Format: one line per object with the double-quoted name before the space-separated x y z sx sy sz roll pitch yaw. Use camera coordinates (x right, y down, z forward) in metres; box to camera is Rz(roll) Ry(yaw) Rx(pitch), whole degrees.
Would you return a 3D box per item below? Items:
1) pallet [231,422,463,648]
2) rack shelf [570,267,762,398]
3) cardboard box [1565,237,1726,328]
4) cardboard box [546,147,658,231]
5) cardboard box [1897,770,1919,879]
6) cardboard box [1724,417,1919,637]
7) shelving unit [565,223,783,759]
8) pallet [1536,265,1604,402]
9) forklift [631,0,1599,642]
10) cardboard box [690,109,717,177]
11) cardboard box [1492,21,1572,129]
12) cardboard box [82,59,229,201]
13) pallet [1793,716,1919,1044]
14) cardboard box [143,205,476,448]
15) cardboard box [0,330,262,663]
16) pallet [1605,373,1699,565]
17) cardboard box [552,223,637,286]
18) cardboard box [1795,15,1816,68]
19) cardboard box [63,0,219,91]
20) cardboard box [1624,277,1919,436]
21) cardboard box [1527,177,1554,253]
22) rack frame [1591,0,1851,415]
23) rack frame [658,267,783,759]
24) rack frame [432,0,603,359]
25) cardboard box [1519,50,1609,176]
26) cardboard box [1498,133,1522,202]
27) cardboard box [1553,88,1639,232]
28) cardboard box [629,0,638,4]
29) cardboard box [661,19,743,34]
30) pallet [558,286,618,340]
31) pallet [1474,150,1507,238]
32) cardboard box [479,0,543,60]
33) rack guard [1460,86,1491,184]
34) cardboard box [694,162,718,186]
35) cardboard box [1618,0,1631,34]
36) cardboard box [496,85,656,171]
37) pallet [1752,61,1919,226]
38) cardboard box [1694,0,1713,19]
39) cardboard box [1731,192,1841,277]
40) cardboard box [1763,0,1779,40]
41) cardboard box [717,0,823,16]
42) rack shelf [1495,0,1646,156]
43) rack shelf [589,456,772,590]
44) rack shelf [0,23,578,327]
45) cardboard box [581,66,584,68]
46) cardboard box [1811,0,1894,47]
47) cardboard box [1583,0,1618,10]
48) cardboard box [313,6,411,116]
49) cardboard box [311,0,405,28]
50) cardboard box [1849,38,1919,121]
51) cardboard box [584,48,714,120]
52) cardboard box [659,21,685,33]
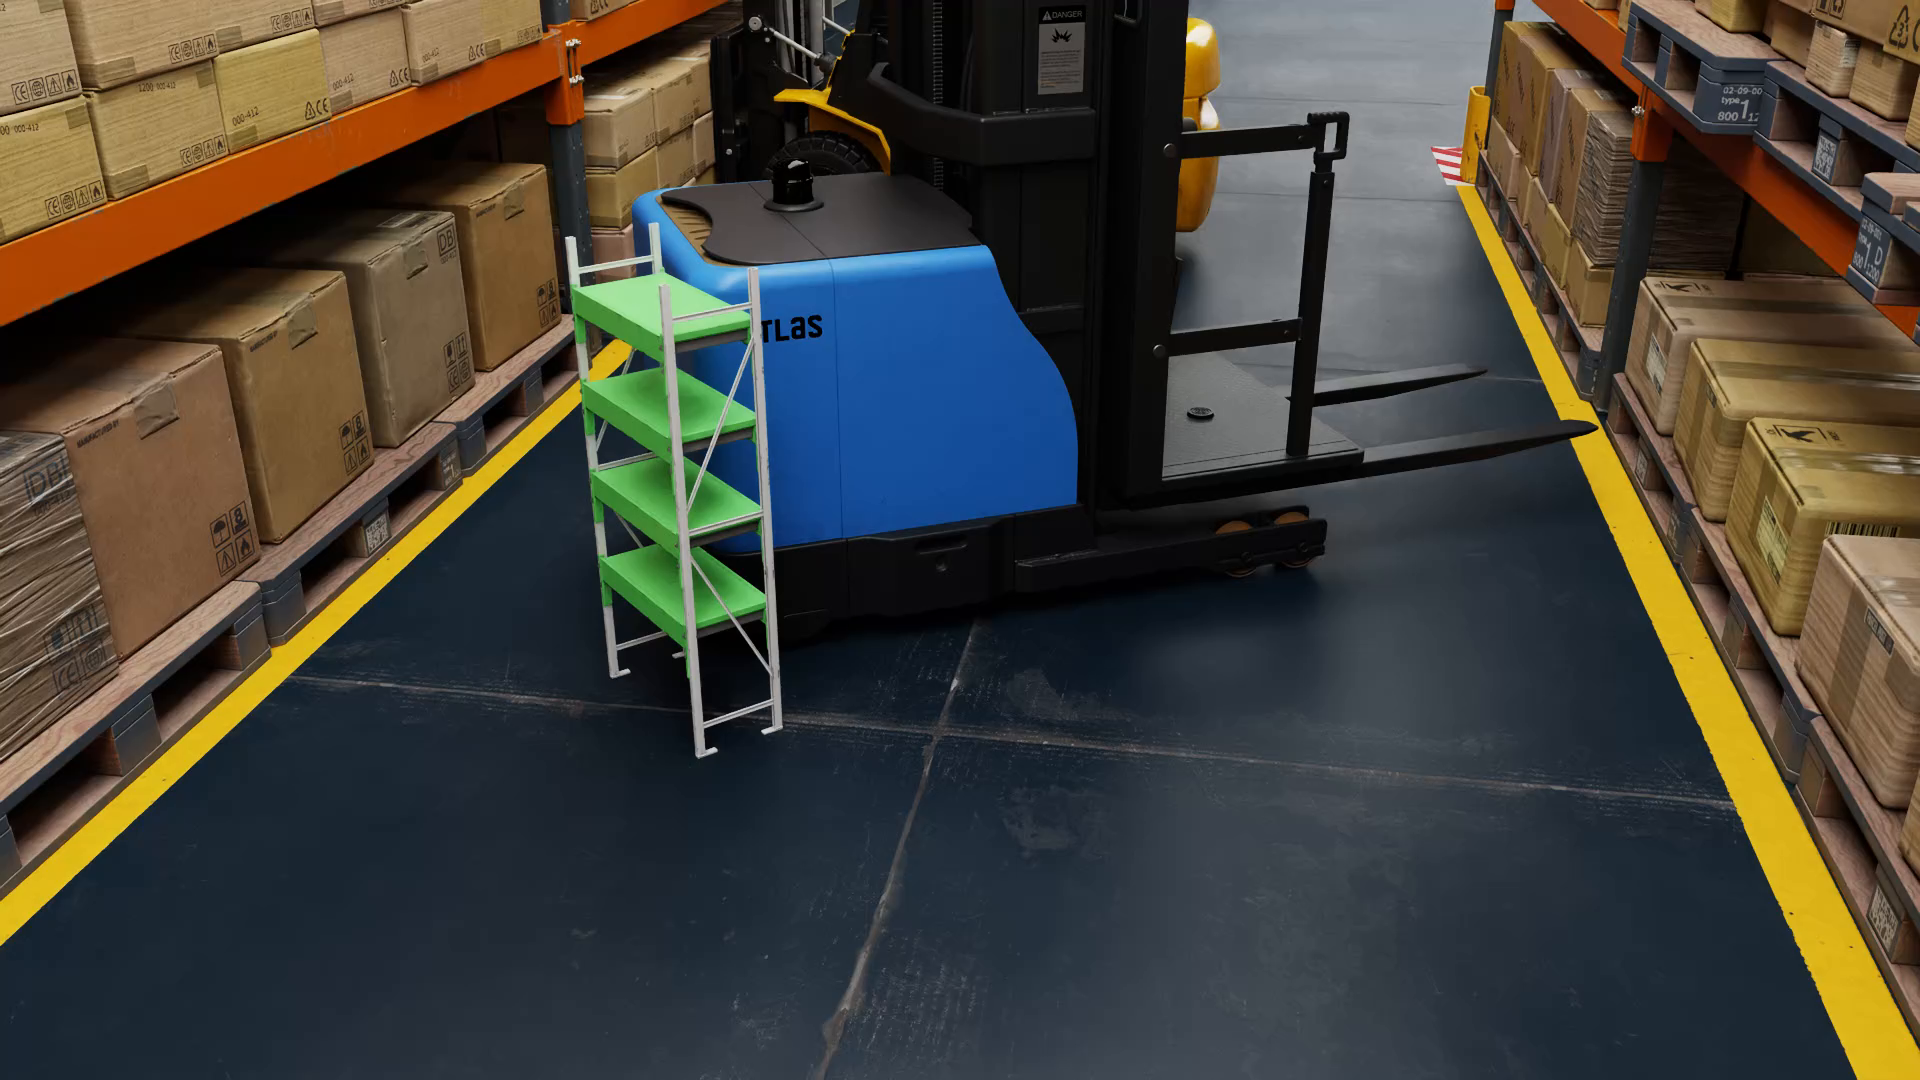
"pallet" -2.275 -0.079 5.169 1.003 0.211 1.213 4 25 9
"rack shelf" -0.695 -0.497 3.915 0.258 0.148 0.480 -17 30 -32
"cardboard box" 2.733 -1.033 6.666 0.500 0.250 0.500 5 26 11
"cardboard box" -1.613 -1.516 7.110 0.500 0.250 0.500 4 25 8
"cardboard box" 2.350 0.615 3.001 0.950 0.372 0.625 2 25 5
"cardboard box" 2.592 -0.011 4.339 0.950 0.372 0.625 5 26 10
"shelving unit" -0.695 -0.120 4.091 0.258 1.200 0.503 -17 30 -32
"pallet" 2.976 -0.842 6.800 1.003 0.211 1.213 4 25 9
"forklift" 0.587 -1.416 4.818 3.031 2.935 1.130 -9 26 -18
"cardboard box" -1.439 -1.937 8.008 0.500 0.250 0.500 4 25 8
"cardboard box" 3.147 -2.451 8.812 0.500 0.500 0.500 3 25 7
"cardboard box" -2.172 -1.018 4.063 0.500 0.250 0.500 3 25 7
"pallet" 2.377 0.787 3.319 1.003 0.211 1.213 4 25 9
"cardboard box" -2.205 -0.736 5.590 0.875 0.625 0.625 4 25 8
"cardboard box" -2.436 -0.140 4.316 0.875 0.625 0.625 5 26 10
"pallet" 2.776 -0.233 5.499 1.003 0.211 1.213 4 25 9
"cardboard box" -1.591 -1.288 7.212 0.500 0.250 0.500 4 25 9
"cardboard box" 2.353 -1.253 4.190 0.380 0.149 0.250 4 25 9
"cardboard box" -2.150 -1.245 3.960 0.500 0.250 0.500 3 25 7
"cardboard box" 2.818 -0.602 5.603 0.950 0.372 0.625 4 25 9
"cardboard box" 2.898 -1.468 7.597 0.500 0.250 0.500 4 25 9
"rack frame" 2.901 -1.822 5.604 1.000 3.000 0.127 4 25 9
"rack frame" -0.552 -0.036 3.912 0.240 1.200 0.015 -17 30 -32
"rack frame" -1.996 -2.164 6.335 1.000 3.000 0.127 4 25 9
"cardboard box" 2.976 -2.023 7.897 0.500 0.500 0.500 5 25 10
"cardboard box" 3.060 -1.909 8.537 0.500 0.250 0.500 5 26 10
"cardboard box" 2.815 -1.585 6.962 0.500 0.500 0.500 4 25 9
"cardboard box" -1.597 -2.596 7.140 0.500 0.500 0.500 4 25 9
"cardboard box" -1.260 -2.595 8.824 0.500 0.250 0.500 4 25 9
"pallet" -1.825 -1.231 7.631 1.003 0.211 1.213 4 25 9
"pallet" 3.375 -1.863 8.981 1.003 0.211 1.213 4 25 9
"cardboard box" -1.821 -1.867 5.878 0.500 0.250 0.500 5 25 10
"rack guard" 3.543 -2.331 9.640 1.175 0.500 0.348 4 25 9
"cardboard box" -1.454 -1.718 8.130 0.500 0.250 0.500 4 25 9
"cardboard box" 2.687 -1.968 6.213 0.380 0.149 0.250 5 25 10
"cardboard box" -1.608 -1.743 7.003 0.500 0.250 0.500 4 25 8
"pallet" 2.531 -0.893 3.845 1.003 0.211 1.213 4 25 9
"cardboard box" 2.499 -1.689 5.121 0.380 0.149 0.250 4 25 9
"cardboard box" 3.264 -1.334 6.426 0.500 0.500 0.500 5 26 11
"cardboard box" 2.479 -1.461 4.635 0.380 0.149 0.250 6 26 12
"cardboard box" -1.110 -3.021 9.734 0.500 0.250 0.500 5 26 10
"rack shelf" 3.228 -2.333 7.544 1.077 0.370 4.000 4 25 9
"rack shelf" -0.695 -0.062 4.118 0.258 0.148 0.480 -17 30 -32
"rack shelf" -2.323 -1.002 4.701 1.077 0.370 4.000 4 25 9
"cardboard box" -1.943 -2.205 7.991 0.500 0.250 0.500 4 25 9
"cardboard box" 2.293 -1.385 3.706 0.500 0.500 0.500 3 25 6
"cardboard box" 2.816 -2.289 6.898 0.380 0.149 0.250 4 25 8
"cardboard box" -2.009 -1.451 4.989 0.500 0.250 0.500 4 25 9
"cardboard box" -1.991 -1.671 4.868 0.500 0.250 0.500 5 25 10
"cardboard box" 2.244 -1.032 3.718 0.380 0.149 0.250 3 25 7
"cardboard box" -1.444 -2.165 7.905 0.500 0.250 0.500 5 26 10
"cardboard box" -1.778 -2.629 8.898 0.500 0.250 0.500 4 25 8
